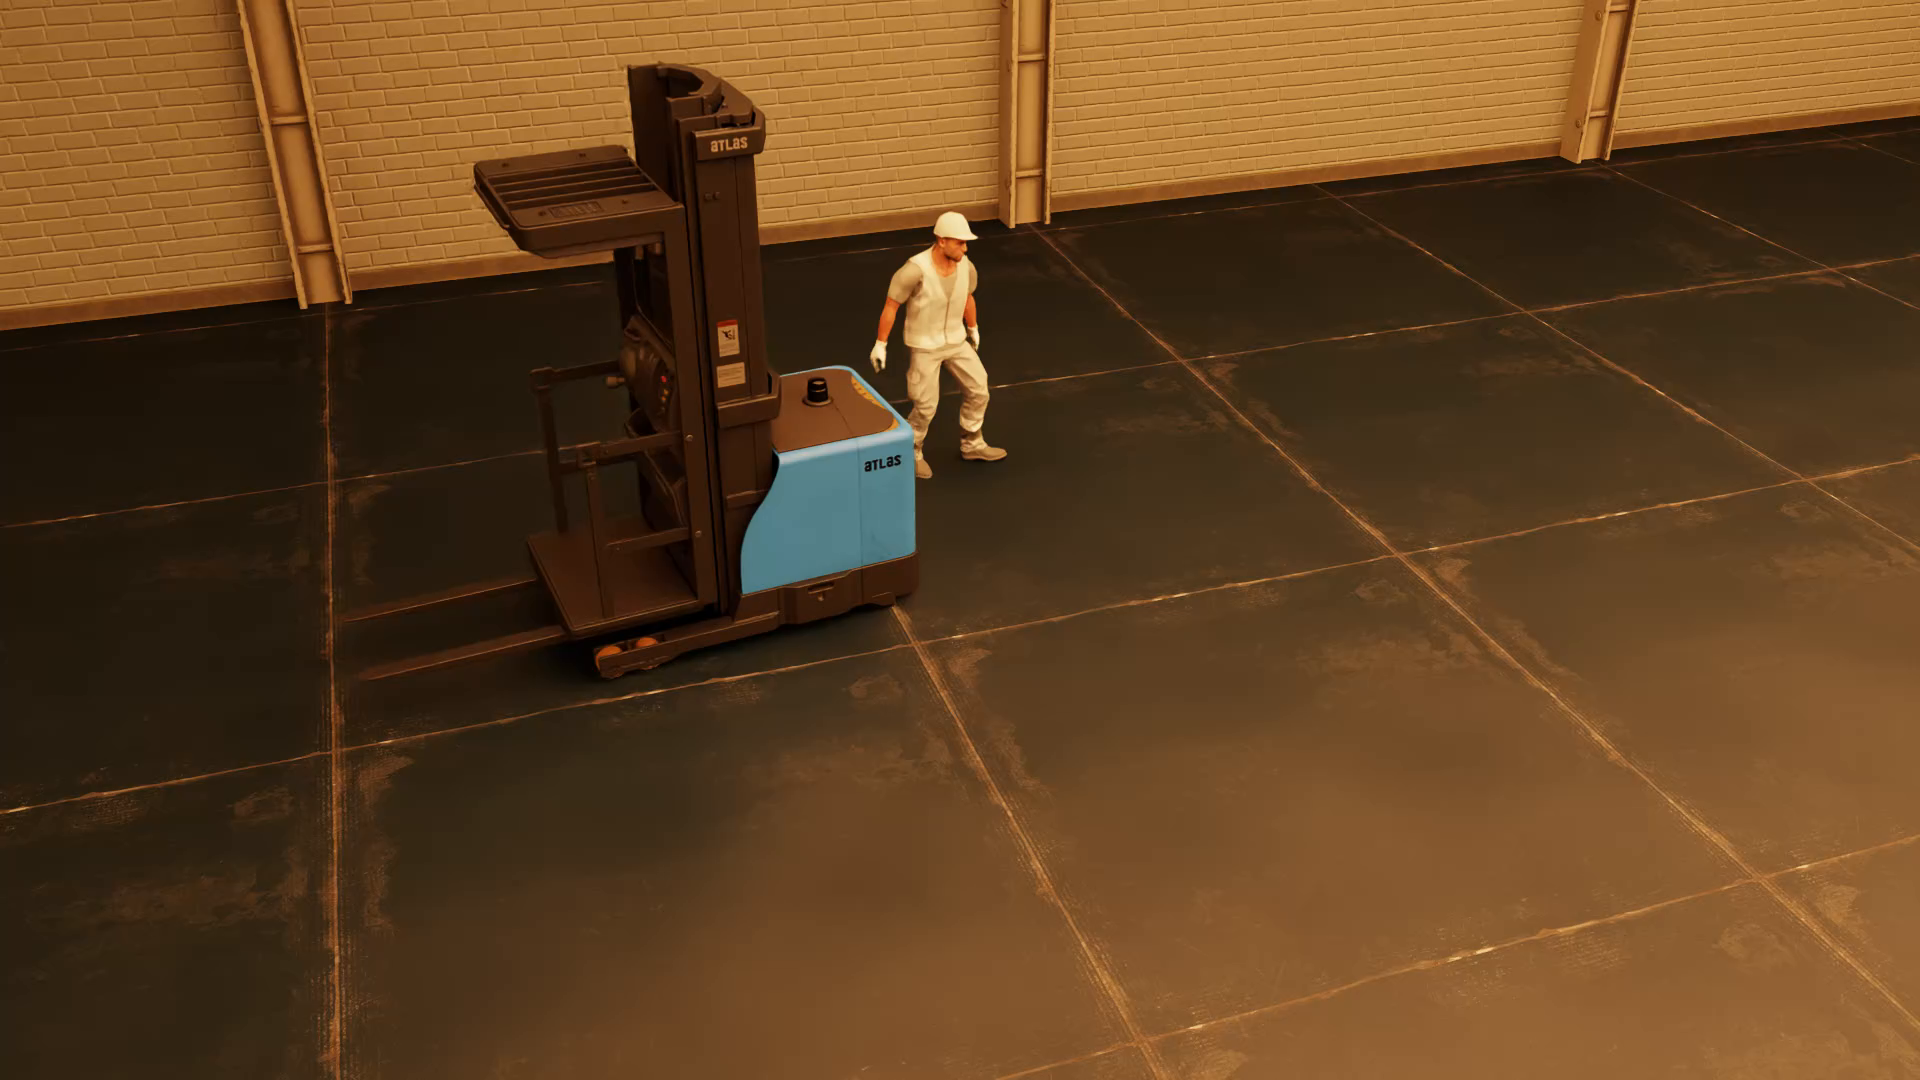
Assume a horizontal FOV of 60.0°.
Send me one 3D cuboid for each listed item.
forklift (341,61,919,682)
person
[{"bbox_3d":[-1.791,-0.842,8.551,3.031,2.935,1.130,-13,32,-22],"label":"forklift"},{"bbox_3d":[-0.120,-1.212,10.402,0.880,1.749,0.454,-17,34,-27],"label":"person"}]
